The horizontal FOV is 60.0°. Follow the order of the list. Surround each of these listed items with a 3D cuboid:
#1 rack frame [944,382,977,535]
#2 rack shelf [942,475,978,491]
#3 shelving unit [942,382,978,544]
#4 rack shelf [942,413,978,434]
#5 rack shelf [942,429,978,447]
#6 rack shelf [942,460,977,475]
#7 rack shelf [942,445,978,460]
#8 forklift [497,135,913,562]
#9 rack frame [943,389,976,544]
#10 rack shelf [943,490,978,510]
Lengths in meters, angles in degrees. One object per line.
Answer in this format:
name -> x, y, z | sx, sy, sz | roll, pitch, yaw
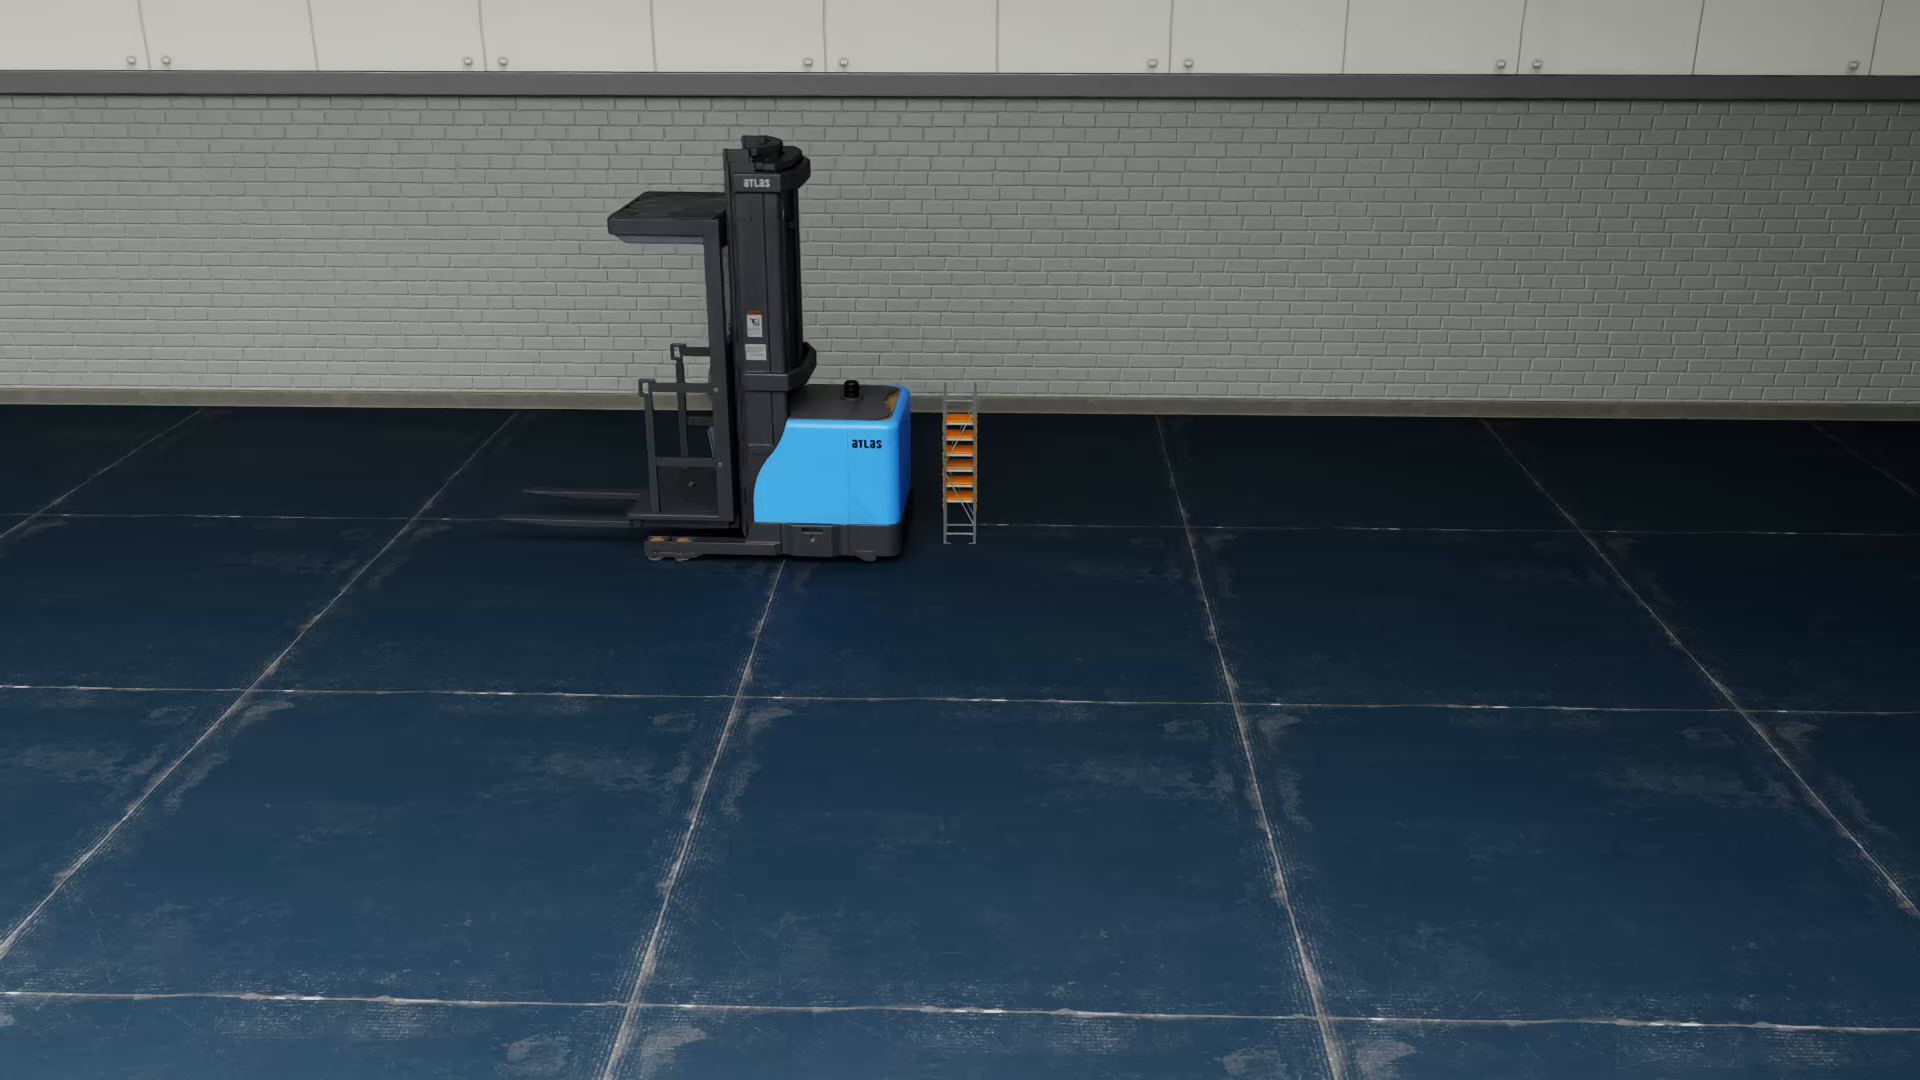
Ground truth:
rack frame -> 0.003, -0.598, 12.411 | 0.240, 1.200, 0.006 | 1, 21, 2
rack shelf -> 0.000, -0.411, 12.385 | 0.258, 0.103, 0.180 | 1, 21, 2
shelving unit -> 0.000, -0.565, 12.325 | 0.258, 1.200, 0.189 | 1, 21, 2
rack shelf -> 0.000, -0.859, 12.211 | 0.258, 0.103, 0.180 | 1, 21, 2
rack shelf -> 0.000, -0.747, 12.255 | 0.258, 0.103, 0.180 | 1, 21, 2
rack shelf -> 0.000, -0.523, 12.341 | 0.258, 0.103, 0.180 | 1, 21, 2
rack shelf -> 0.000, -0.635, 12.298 | 0.258, 0.103, 0.180 | 1, 21, 2
forklift -> -1.903, -1.401, 12.089 | 3.031, 2.935, 1.130 | 1, 21, 3
rack frame -> -0.002, -0.532, 12.240 | 0.240, 1.200, 0.006 | 1, 21, 2
rack shelf -> 0.000, -0.299, 12.428 | 0.258, 0.103, 0.180 | 1, 21, 2
